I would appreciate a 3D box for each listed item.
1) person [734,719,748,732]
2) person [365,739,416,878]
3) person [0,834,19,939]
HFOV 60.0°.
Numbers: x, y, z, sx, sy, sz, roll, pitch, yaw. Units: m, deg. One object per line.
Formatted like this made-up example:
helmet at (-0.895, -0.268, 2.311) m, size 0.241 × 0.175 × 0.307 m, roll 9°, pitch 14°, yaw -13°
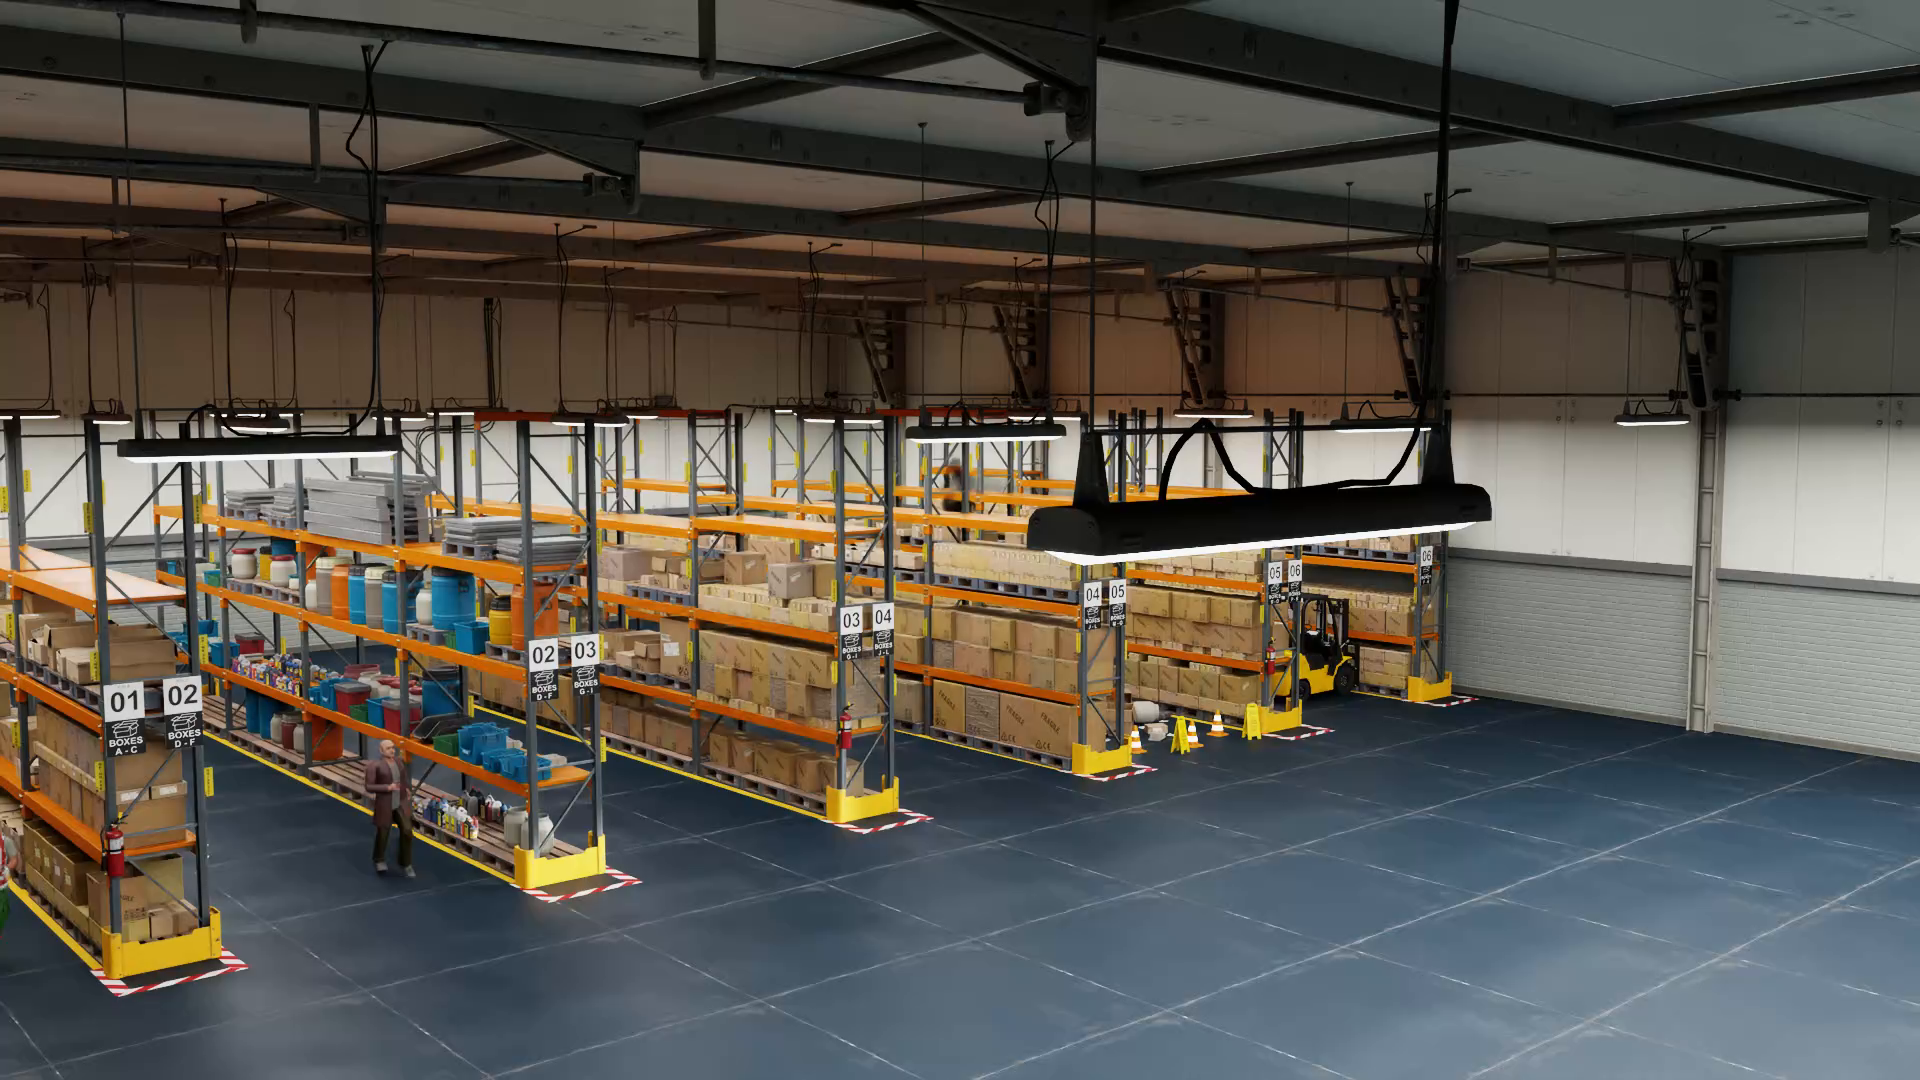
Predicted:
person at (-3.926, 2.806, 30.731) m, size 0.560 × 1.665 × 0.601 m, roll 5°, pitch 7°, yaw 42°
person at (-7.482, 3.532, 21.815) m, size 0.789 × 1.861 × 0.710 m, roll 5°, pitch 7°, yaw 44°
person at (-10.640, 3.834, 18.210) m, size 0.653 × 1.744 × 0.655 m, roll 5°, pitch 7°, yaw 43°
